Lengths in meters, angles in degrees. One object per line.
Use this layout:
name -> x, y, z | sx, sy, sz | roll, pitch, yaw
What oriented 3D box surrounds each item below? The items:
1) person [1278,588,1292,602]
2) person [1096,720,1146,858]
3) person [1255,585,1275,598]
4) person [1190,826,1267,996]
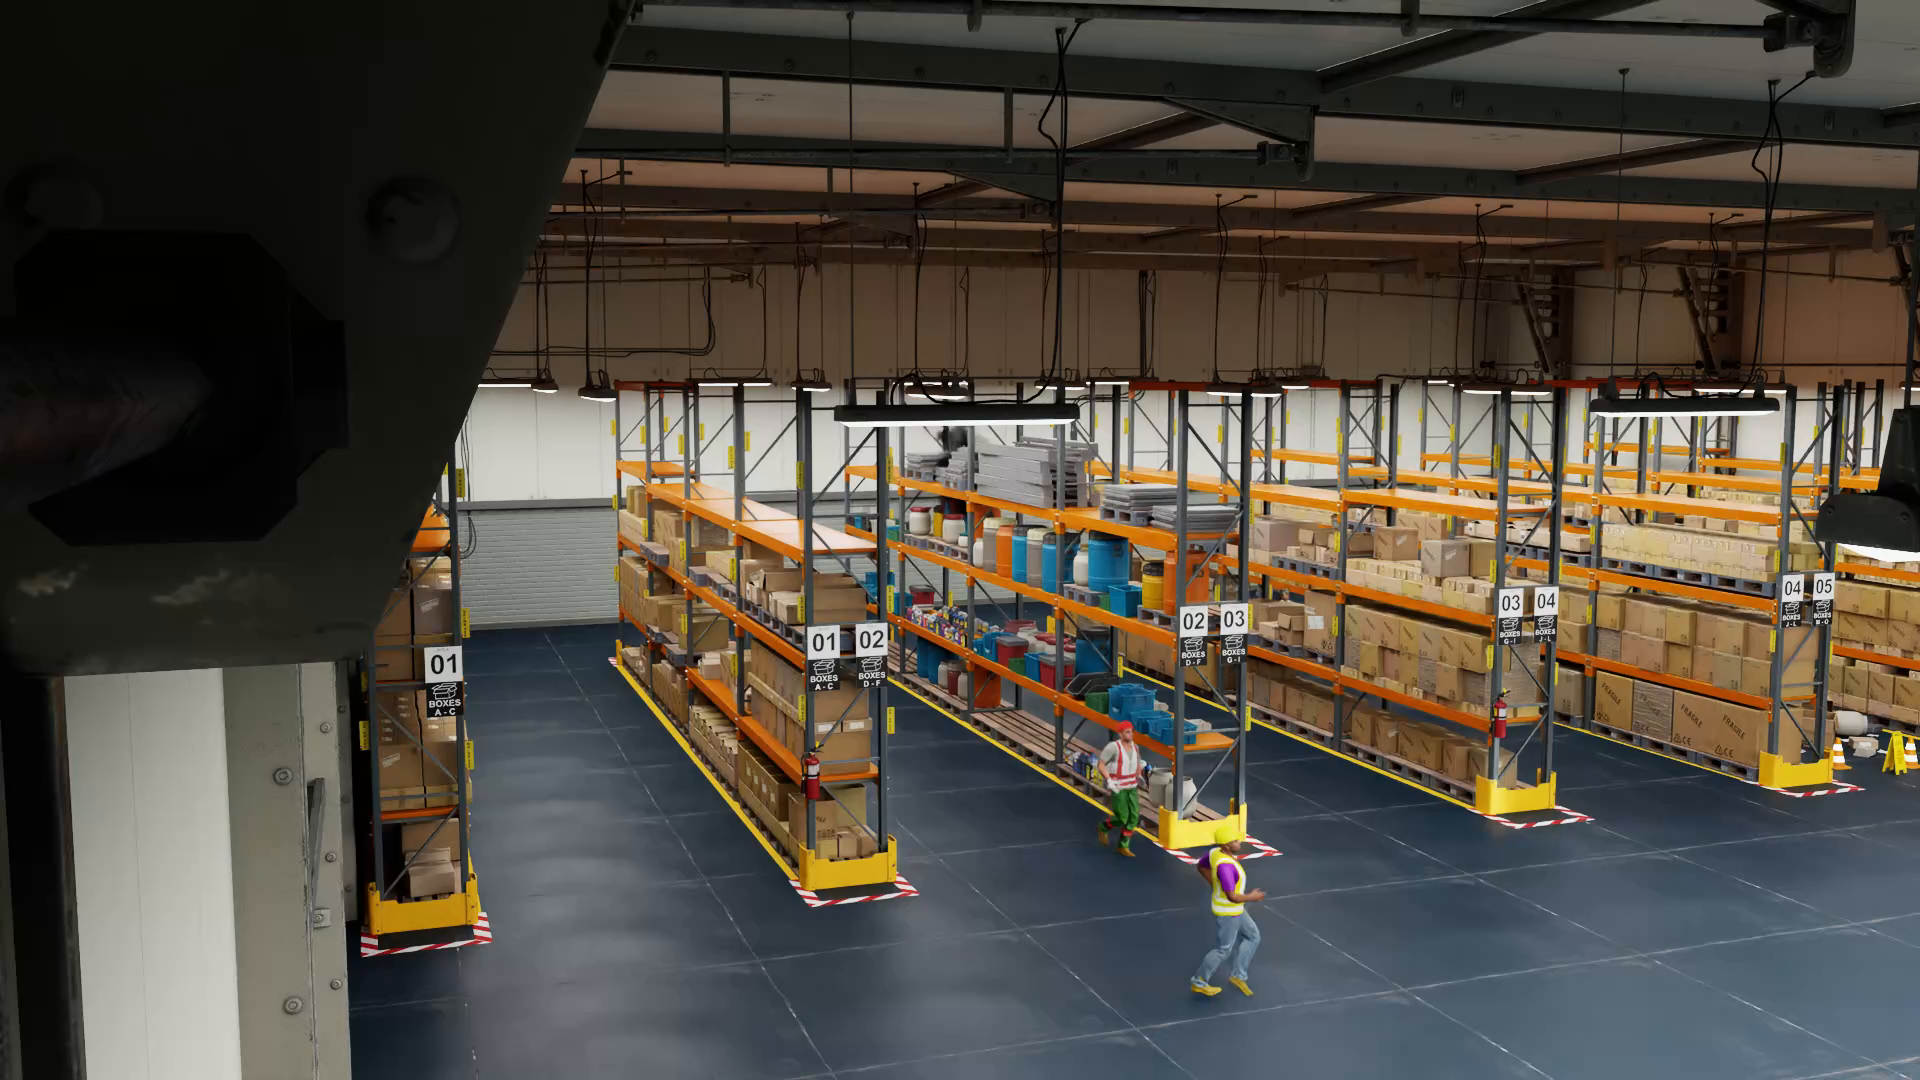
person -> 6.771, 1.818, 34.680 | 0.621, 1.670, 0.887 | -3, 7, -25
person -> 2.081, 3.200, 21.530 | 0.663, 1.769, 0.610 | -4, 7, -35
person -> 7.652, 1.099, 41.346 | 0.647, 1.697, 0.725 | 2, 6, 21
person -> 2.683, 3.723, 16.632 | 0.734, 1.790, 0.707 | 1, 6, 6
